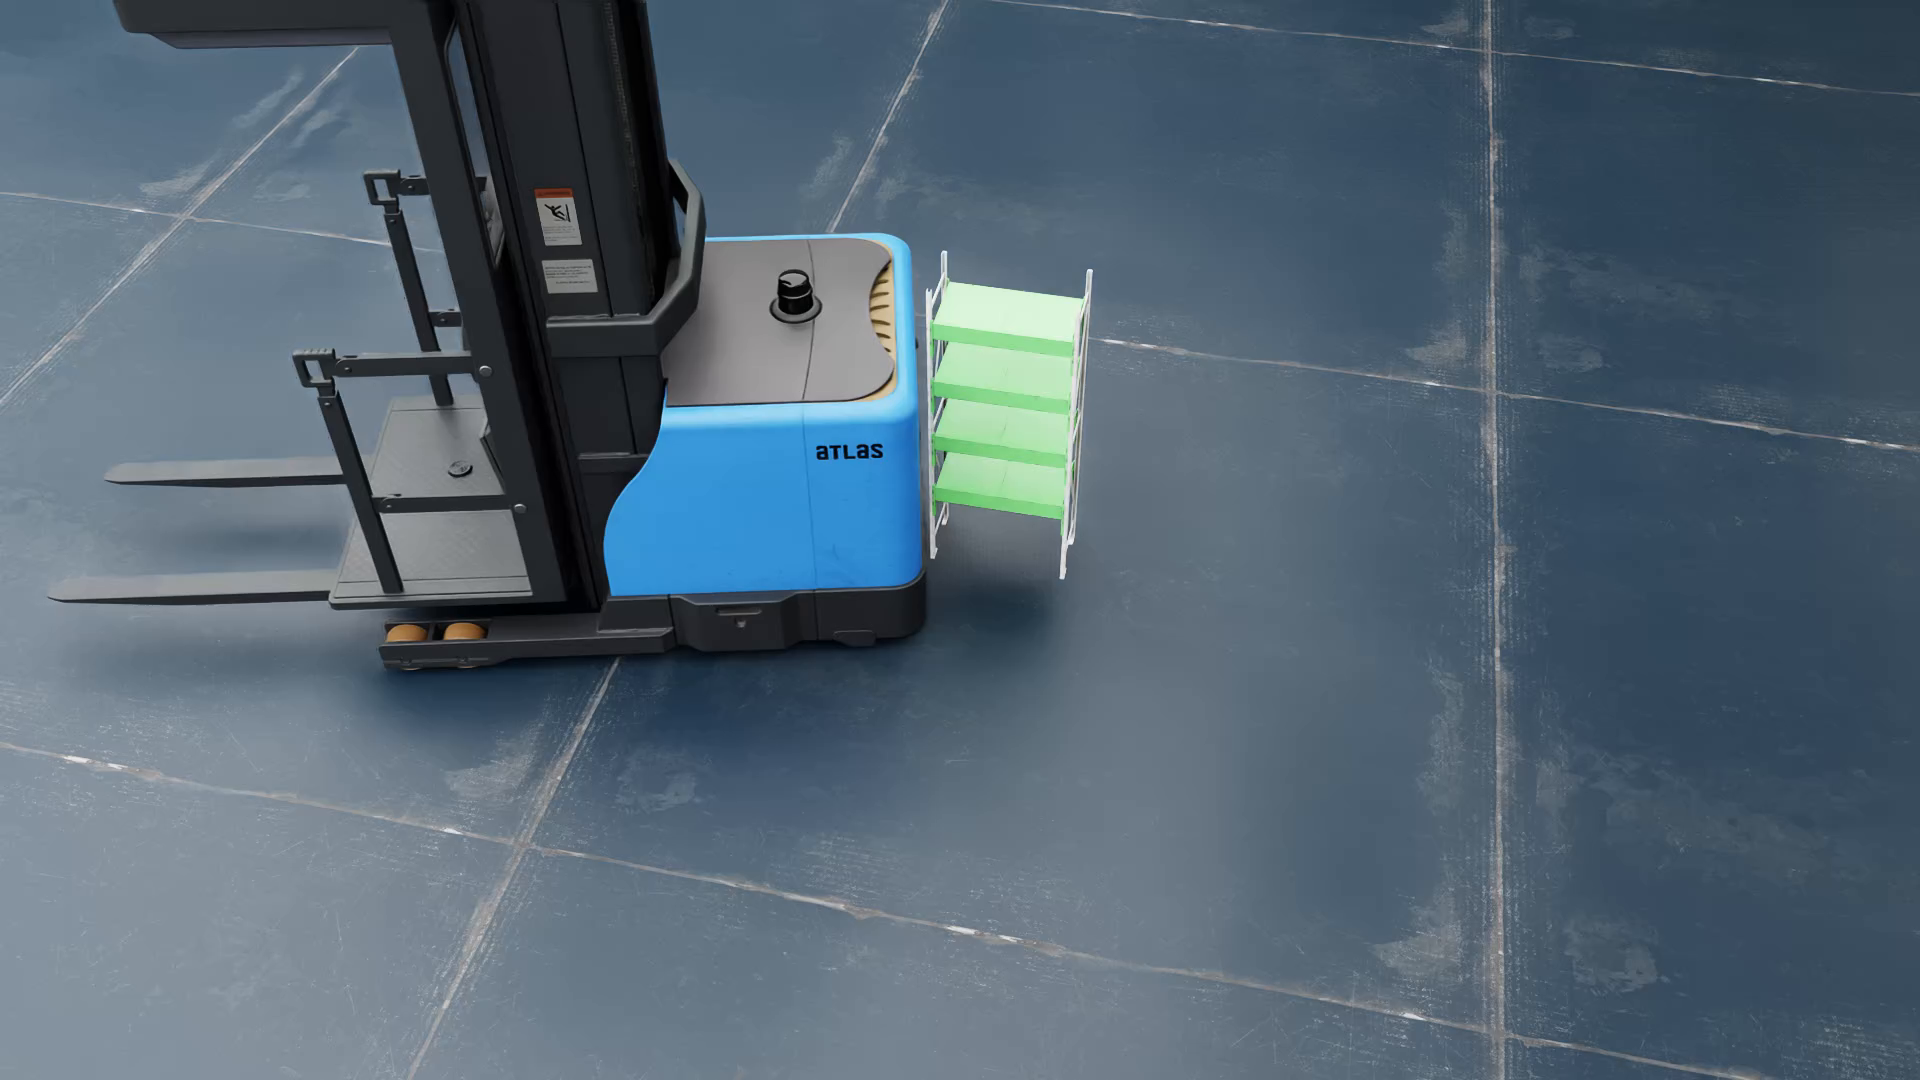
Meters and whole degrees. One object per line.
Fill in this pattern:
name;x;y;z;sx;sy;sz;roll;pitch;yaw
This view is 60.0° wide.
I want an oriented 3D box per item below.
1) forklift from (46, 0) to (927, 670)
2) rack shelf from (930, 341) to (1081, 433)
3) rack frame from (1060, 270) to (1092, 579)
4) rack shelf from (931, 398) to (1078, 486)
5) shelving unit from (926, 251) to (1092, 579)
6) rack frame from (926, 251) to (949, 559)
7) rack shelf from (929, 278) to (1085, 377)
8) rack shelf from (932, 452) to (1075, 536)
forklift;-1.652;-0.981;5.156;3.031;2.935;1.130;-2;44;-2
rack shelf;0.162;-0.534;5.686;0.480;0.148;0.258;9;45;9
rack frame;0.400;-0.370;5.769;0.015;1.200;0.240;9;45;9
rack shelf;0.162;-0.361;5.852;0.480;0.148;0.258;9;45;9
shelving unit;0.162;-0.407;5.808;0.503;1.200;0.258;9;45;9
rack frame;-0.077;-0.444;5.846;0.015;1.200;0.240;9;45;9
rack shelf;0.162;-0.707;5.519;0.480;0.148;0.258;9;45;9
rack shelf;0.162;-0.188;6.019;0.480;0.148;0.258;9;45;9
